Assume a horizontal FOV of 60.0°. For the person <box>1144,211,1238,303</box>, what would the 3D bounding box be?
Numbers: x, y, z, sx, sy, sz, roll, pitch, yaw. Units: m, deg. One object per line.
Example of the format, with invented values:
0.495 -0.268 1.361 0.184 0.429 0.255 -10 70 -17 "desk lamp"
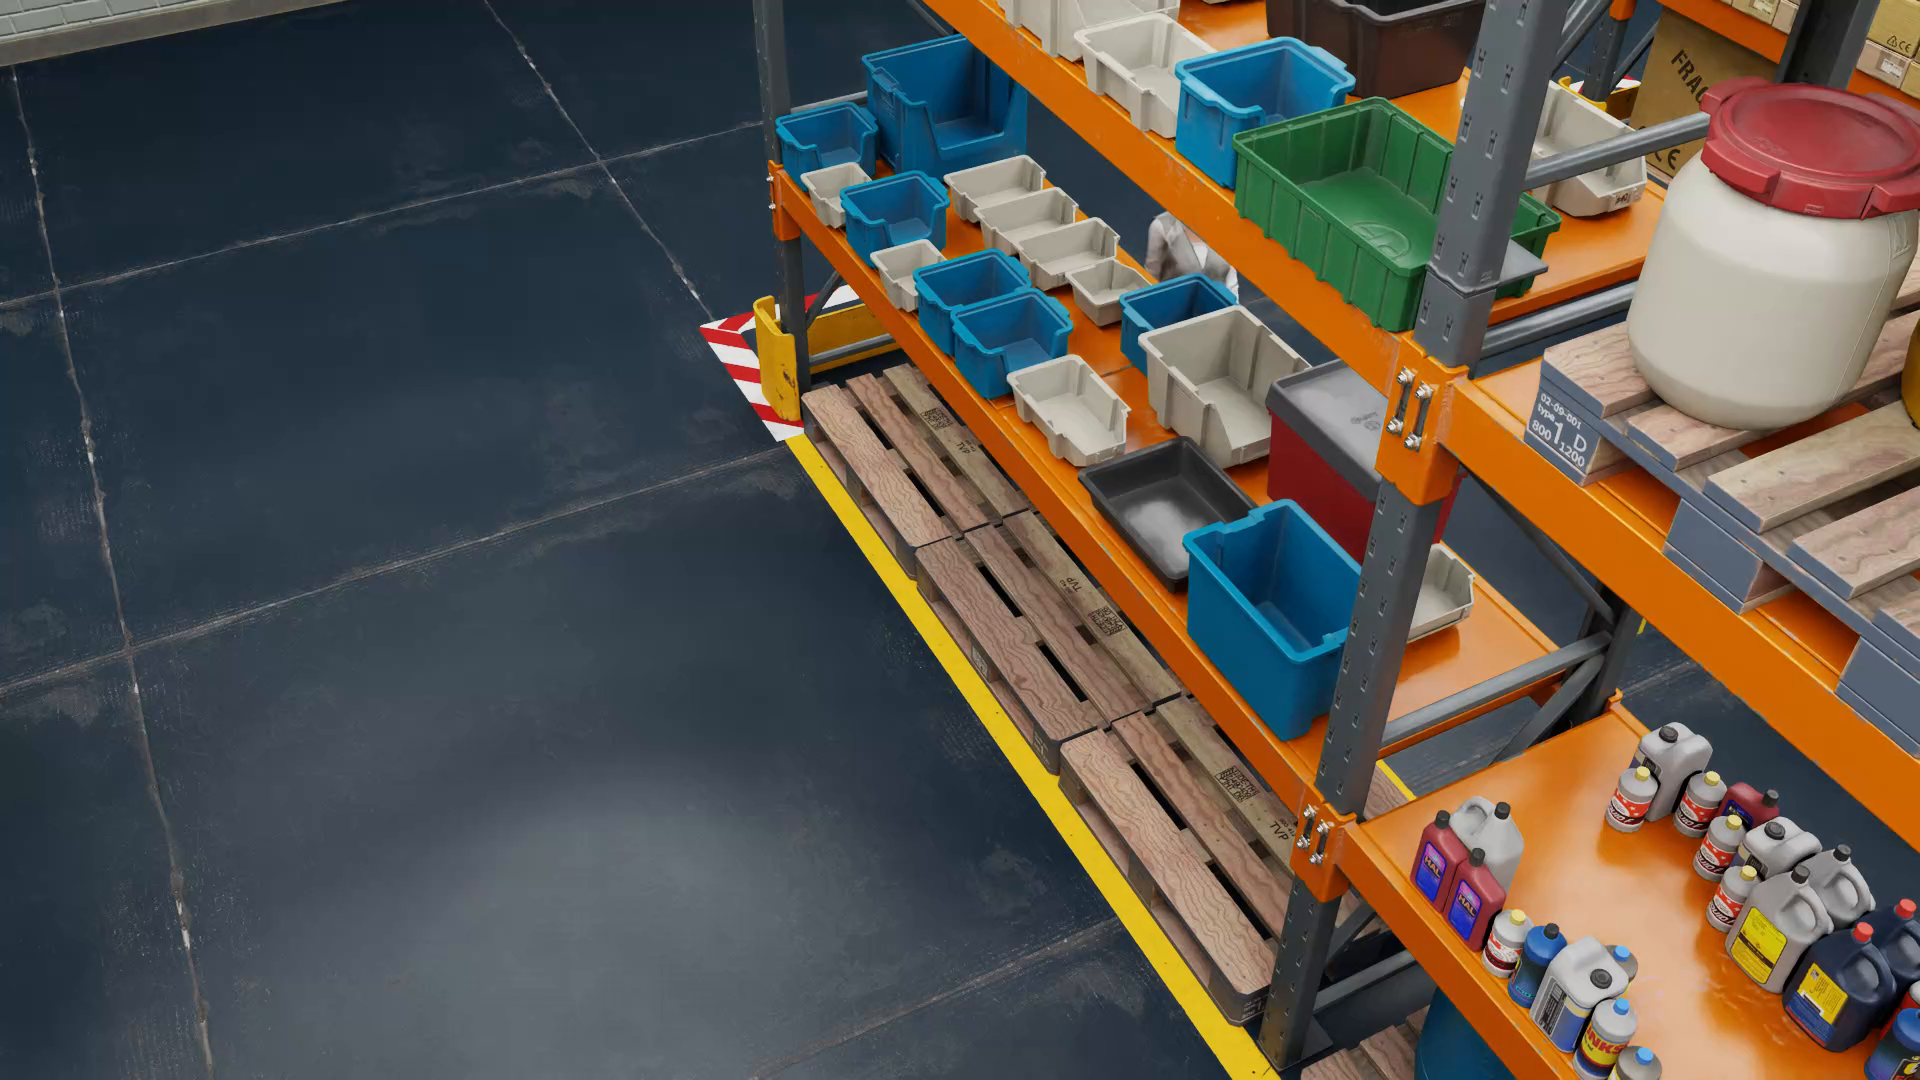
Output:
0.980 -0.883 7.162 0.427 1.566 0.664 -8 42 -8 "person"
